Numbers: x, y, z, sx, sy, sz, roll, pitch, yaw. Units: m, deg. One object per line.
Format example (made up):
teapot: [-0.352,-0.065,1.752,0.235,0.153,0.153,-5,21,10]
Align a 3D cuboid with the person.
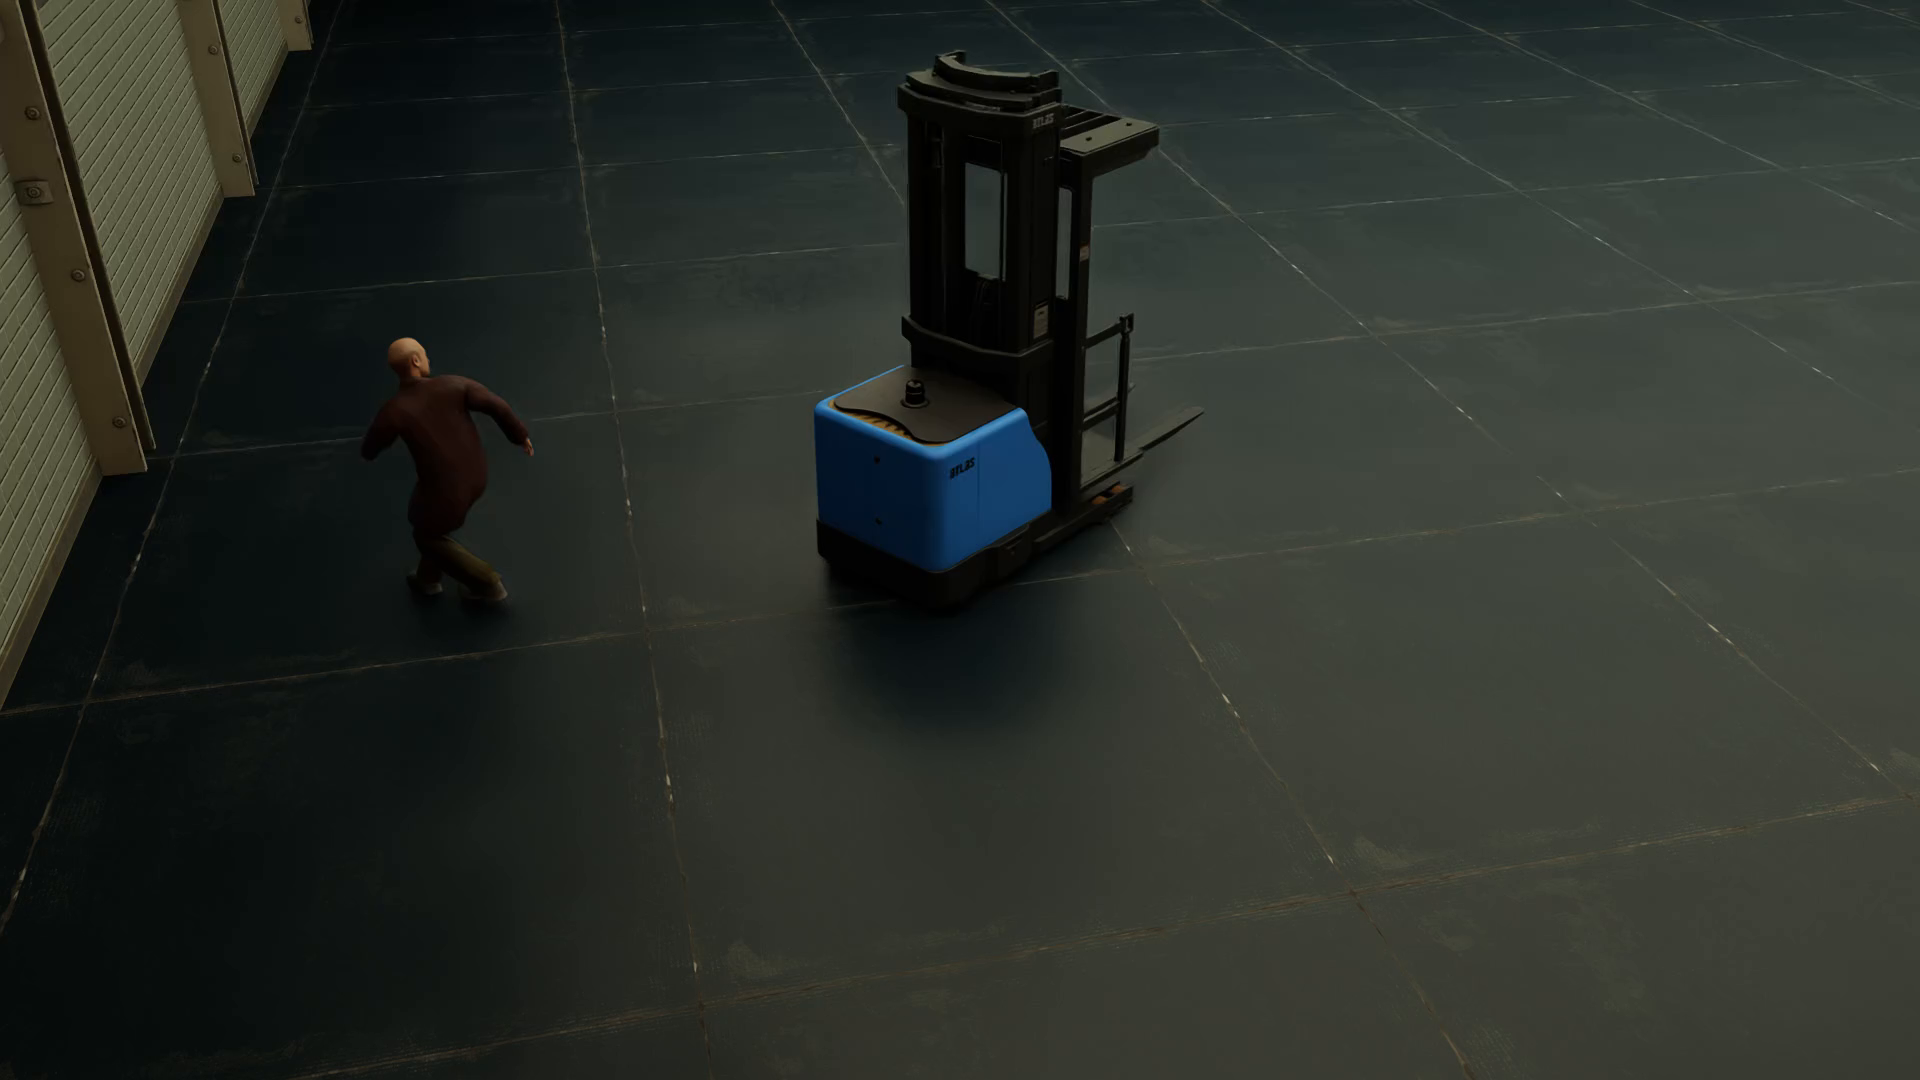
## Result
person: [-2.977,-0.433,9.640,0.897,1.654,0.884,24,38,35]

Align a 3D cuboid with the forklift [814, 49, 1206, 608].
forklift: [0.475,-1.533,10.222,1.130,2.935,3.031,24,38,35]
